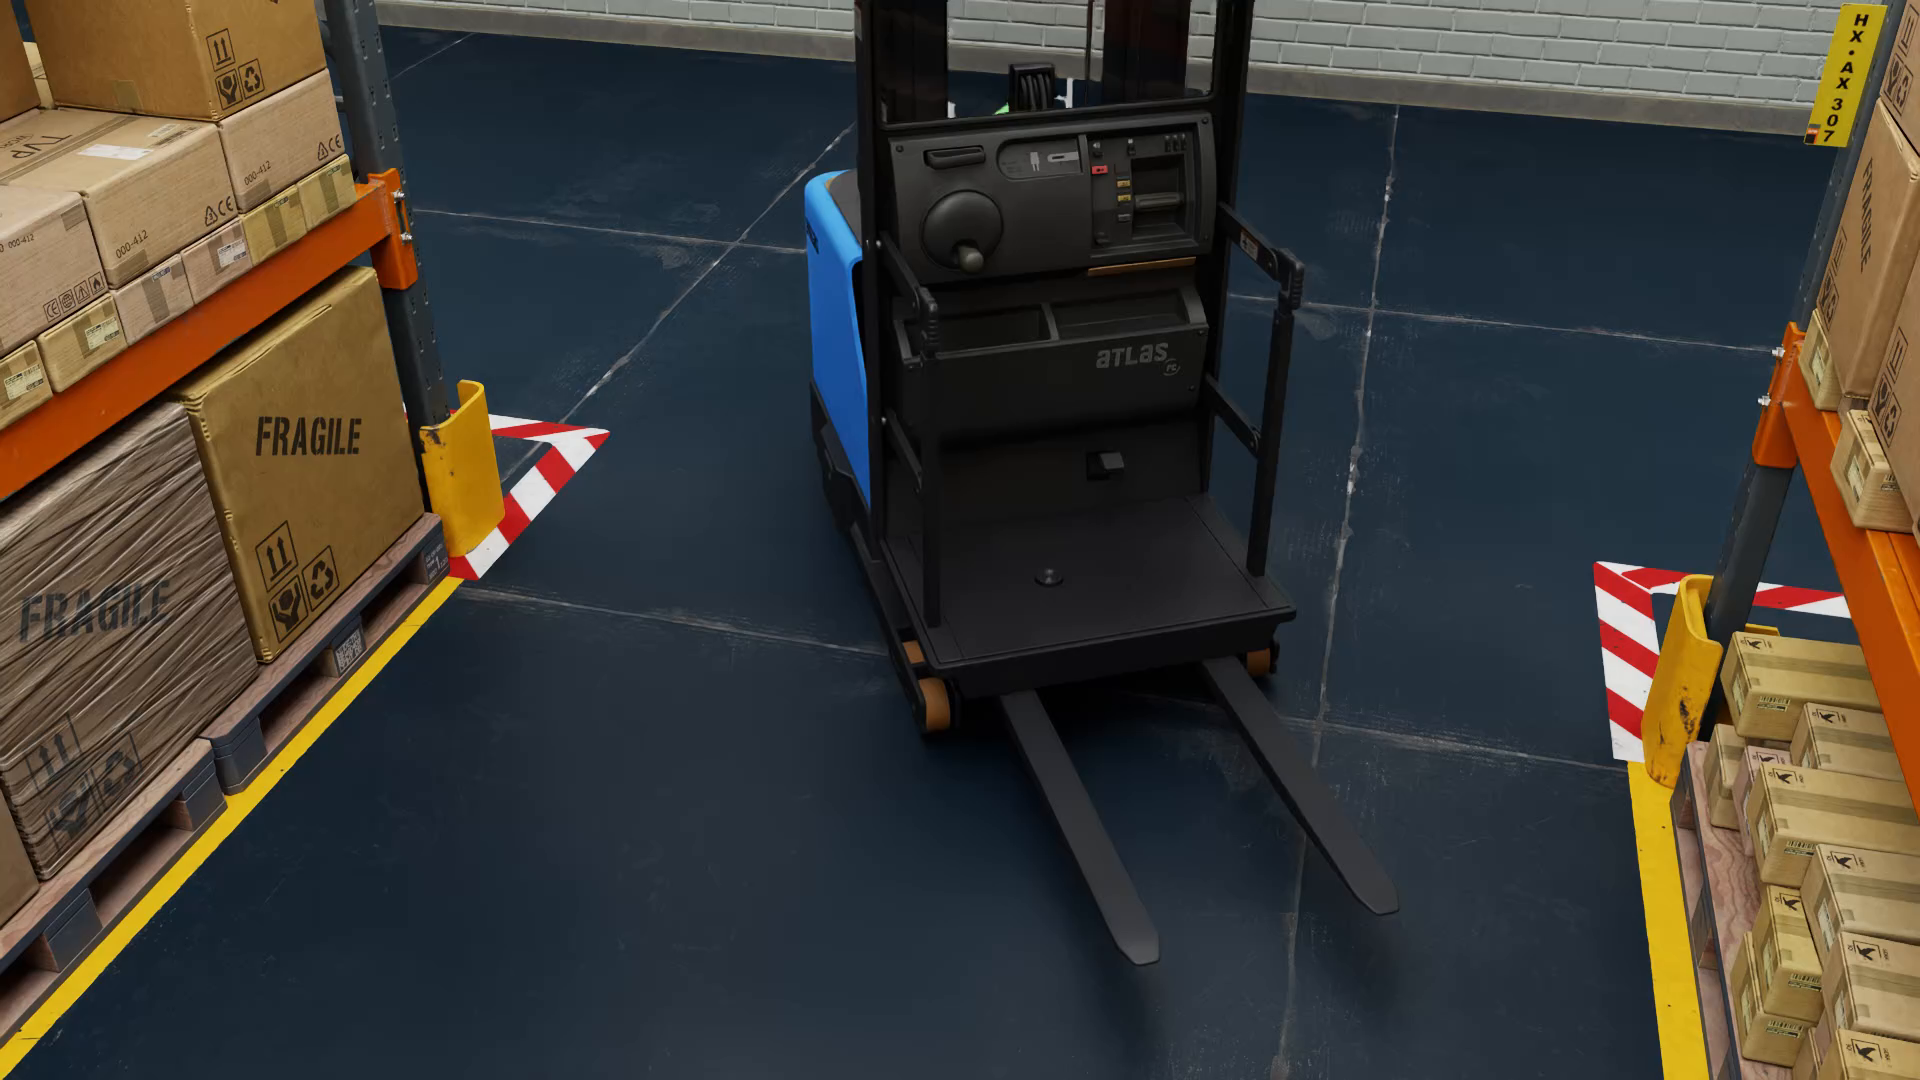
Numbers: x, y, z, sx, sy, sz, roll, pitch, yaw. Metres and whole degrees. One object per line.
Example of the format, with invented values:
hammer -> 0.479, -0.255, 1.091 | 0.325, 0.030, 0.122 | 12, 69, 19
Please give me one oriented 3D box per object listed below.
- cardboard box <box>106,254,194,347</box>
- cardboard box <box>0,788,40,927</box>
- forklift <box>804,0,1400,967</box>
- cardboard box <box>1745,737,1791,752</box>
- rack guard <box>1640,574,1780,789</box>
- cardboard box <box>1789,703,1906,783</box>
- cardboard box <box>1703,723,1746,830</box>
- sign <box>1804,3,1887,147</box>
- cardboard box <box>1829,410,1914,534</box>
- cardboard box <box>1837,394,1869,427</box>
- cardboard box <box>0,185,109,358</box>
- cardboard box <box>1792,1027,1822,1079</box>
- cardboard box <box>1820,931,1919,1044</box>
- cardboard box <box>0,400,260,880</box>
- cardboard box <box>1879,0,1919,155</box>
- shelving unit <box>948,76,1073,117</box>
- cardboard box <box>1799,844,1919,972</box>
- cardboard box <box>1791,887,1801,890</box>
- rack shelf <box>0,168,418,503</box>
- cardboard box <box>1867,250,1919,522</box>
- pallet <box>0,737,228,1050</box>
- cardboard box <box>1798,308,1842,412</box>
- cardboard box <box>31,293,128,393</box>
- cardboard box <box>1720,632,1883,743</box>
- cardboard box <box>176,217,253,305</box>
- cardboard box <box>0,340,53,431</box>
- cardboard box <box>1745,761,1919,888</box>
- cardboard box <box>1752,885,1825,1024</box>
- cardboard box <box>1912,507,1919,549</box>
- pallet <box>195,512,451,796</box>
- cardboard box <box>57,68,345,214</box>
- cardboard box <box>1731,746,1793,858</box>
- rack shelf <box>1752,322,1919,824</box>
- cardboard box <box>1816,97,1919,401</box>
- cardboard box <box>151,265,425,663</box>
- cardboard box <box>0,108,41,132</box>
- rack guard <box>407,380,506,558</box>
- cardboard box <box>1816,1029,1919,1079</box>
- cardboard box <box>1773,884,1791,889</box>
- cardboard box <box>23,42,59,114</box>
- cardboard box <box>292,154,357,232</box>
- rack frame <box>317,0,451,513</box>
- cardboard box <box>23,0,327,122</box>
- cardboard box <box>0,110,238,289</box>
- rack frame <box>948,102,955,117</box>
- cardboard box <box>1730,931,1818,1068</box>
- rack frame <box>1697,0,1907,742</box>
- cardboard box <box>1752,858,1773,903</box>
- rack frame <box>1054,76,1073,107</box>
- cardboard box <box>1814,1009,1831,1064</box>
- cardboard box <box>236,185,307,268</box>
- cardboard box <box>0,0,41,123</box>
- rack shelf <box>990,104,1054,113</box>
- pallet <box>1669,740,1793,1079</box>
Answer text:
cardboard box -> -2.176, -0.623, 4.168 | 0.380, 0.149, 0.250 | 9, 33, 13
cardboard box -> -2.752, 0.643, 3.532 | 0.875, 0.875, 0.875 | 8, 33, 12
forklift -> 0.327, -0.906, 4.443 | 1.130, 2.935, 3.031 | -8, 33, -13
cardboard box -> 2.180, 0.511, 4.138 | 0.380, 0.149, 0.250 | 9, 34, 14
rack guard -> 2.542, 0.468, 4.547 | 1.175, 0.500, 0.348 | 8, 33, 12
cardboard box -> 2.146, 0.534, 3.826 | 0.380, 0.149, 0.250 | 9, 33, 13
cardboard box -> 2.119, 0.628, 4.232 | 0.380, 0.149, 0.250 | 9, 33, 13
sign -> 2.037, -1.065, 3.823 | 0.100, 0.325, 0.005 | 8, 33, 12
cardboard box -> 2.018, -0.127, 3.387 | 0.380, 0.149, 0.250 | 7, 33, 11
cardboard box -> 2.138, -0.259, 3.595 | 0.380, 0.149, 0.250 | 9, 34, 14
cardboard box -> -2.335, -0.601, 3.762 | 0.500, 0.250, 0.500 | 7, 33, 11
cardboard box -> 1.932, 1.168, 3.383 | 0.380, 0.149, 0.250 | 8, 33, 12
cardboard box -> 1.896, 0.930, 3.203 | 0.380, 0.149, 0.250 | 9, 34, 14
cardboard box -> -2.526, 0.181, 4.259 | 0.875, 0.875, 0.875 | 8, 33, 12
cardboard box -> 2.191, -1.019, 3.254 | 0.500, 0.500, 0.500 | 8, 33, 12
shelving unit -> 0.190, -1.151, 6.443 | 0.258, 1.200, 0.503 | 18, 37, 26
cardboard box -> 1.976, 0.787, 3.427 | 0.380, 0.149, 0.250 | 6, 33, 10
cardboard box -> 2.080, 0.785, 3.708 | 0.380, 0.149, 0.250 | 8, 33, 13
rack shelf -> -2.718, -0.012, 3.644 | 1.077, 0.370, 4.000 | 8, 33, 12
cardboard box -> 2.069, -0.317, 3.083 | 0.500, 0.500, 0.500 | 8, 33, 12
pallet -> -2.649, 0.880, 4.170 | 1.003, 0.211, 1.213 | 8, 33, 12
cardboard box -> 2.162, -0.397, 3.812 | 0.380, 0.149, 0.250 | 8, 33, 12
cardboard box -> -2.240, -0.488, 3.956 | 0.380, 0.149, 0.250 | 7, 33, 11
cardboard box -> 2.100, 0.374, 4.076 | 0.380, 0.149, 0.250 | 7, 33, 10
cardboard box -> -2.112, -0.752, 4.372 | 0.380, 0.149, 0.250 | 8, 33, 12
cardboard box -> -2.305, -0.353, 3.744 | 0.380, 0.149, 0.250 | 8, 33, 13
cardboard box -> 1.959, 0.647, 3.647 | 0.380, 0.149, 0.250 | 8, 33, 12
cardboard box -> 1.910, 0.903, 3.522 | 0.380, 0.149, 0.250 | 9, 34, 14
cardboard box -> 1.933, -0.065, 2.685 | 0.500, 0.500, 0.500 | 8, 33, 13
pallet -> -2.338, 0.249, 5.162 | 1.003, 0.211, 1.213 | 8, 33, 12
cardboard box -> -2.077, -1.128, 4.592 | 0.500, 0.250, 0.500 | 7, 33, 12
cardboard box -> 2.056, 0.646, 3.927 | 0.380, 0.149, 0.250 | 8, 33, 12
rack shelf -> 2.054, 0.715, 2.499 | 1.077, 0.370, 4.000 | 8, 33, 12
cardboard box -> 2.180, -0.598, 3.525 | 0.500, 0.500, 0.500 | 10, 34, 15
cardboard box -> -2.295, -0.291, 5.001 | 0.875, 0.875, 0.875 | 8, 33, 12
cardboard box -> -2.719, -0.933, 4.284 | 0.500, 0.250, 0.500 | 8, 33, 12
rack guard -> -2.204, -0.311, 5.774 | 1.175, 0.500, 0.348 | 8, 33, 12
cardboard box -> 1.785, 1.060, 2.998 | 0.380, 0.149, 0.250 | 9, 33, 13
cardboard box -> 2.075, 0.905, 3.797 | 0.380, 0.149, 0.250 | 8, 33, 13
cardboard box -> -2.593, -1.204, 4.710 | 0.500, 0.250, 0.500 | 7, 33, 11
cardboard box -> -1.982, -1.018, 4.790 | 0.380, 0.149, 0.250 | 9, 33, 13
rack frame -> -2.210, -1.354, 5.084 | 1.000, 3.000, 0.127 | 8, 33, 12
cardboard box -> -2.080, -1.444, 4.389 | 0.500, 0.500, 0.500 | 8, 33, 13
cardboard box -> -2.206, -0.865, 4.178 | 0.500, 0.250, 0.500 | 7, 33, 12
rack frame -> 0.062, -1.040, 6.268 | 0.240, 1.200, 0.015 | 18, 37, 26
cardboard box -> 1.905, 1.023, 3.611 | 0.380, 0.149, 0.250 | 8, 33, 13
rack frame -> 2.562, -0.626, 3.939 | 1.000, 3.000, 0.127 | 8, 33, 12
cardboard box -> 2.132, 0.775, 4.001 | 0.380, 0.149, 0.250 | 8, 33, 12
rack frame -> 0.319, -1.263, 6.618 | 0.240, 1.200, 0.015 | 18, 37, 26
cardboard box -> 1.934, 1.054, 3.285 | 0.380, 0.149, 0.250 | 6, 33, 10
cardboard box -> -2.047, -0.883, 4.577 | 0.380, 0.149, 0.250 | 8, 33, 13
cardboard box -> -2.720, -1.261, 4.101 | 0.500, 0.500, 0.500 | 7, 33, 11
rack shelf -> 0.190, -1.503, 6.220 | 0.258, 0.148, 0.480 | 18, 37, 26
pallet -> 2.302, 1.007, 3.969 | 1.003, 0.211, 1.213 | 8, 33, 12
